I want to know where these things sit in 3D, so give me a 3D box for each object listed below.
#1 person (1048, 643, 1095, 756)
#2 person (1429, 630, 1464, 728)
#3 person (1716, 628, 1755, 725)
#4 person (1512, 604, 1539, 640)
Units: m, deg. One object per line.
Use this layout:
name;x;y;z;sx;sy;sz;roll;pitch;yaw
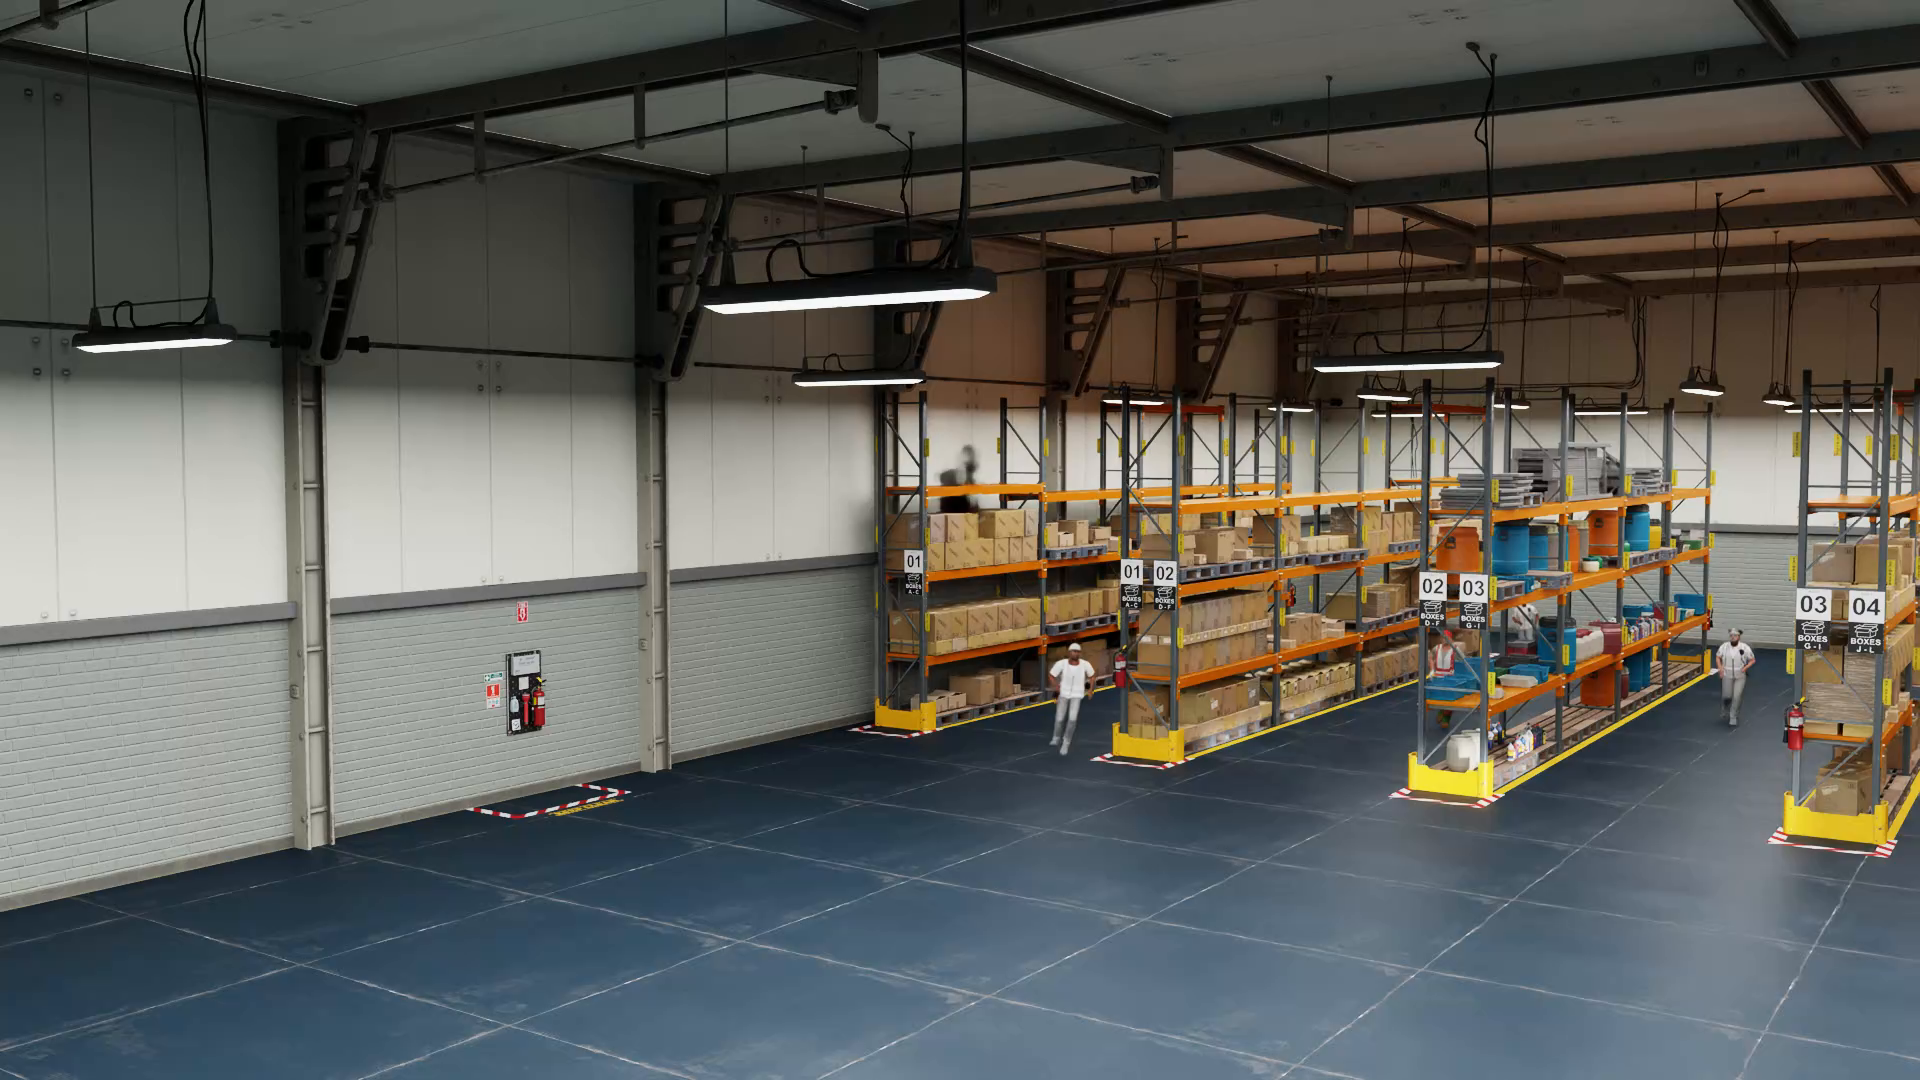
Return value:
person;1.793;2.544;26.813;0.762;1.782;0.686;0;3;5
person;8.666;2.477;29.661;0.668;1.744;0.583;2;4;30
person;14.059;2.461;30.169;0.650;1.757;0.636;2;4;29
person;12.985;2.045;38.220;0.570;1.662;0.583;1;3;24
